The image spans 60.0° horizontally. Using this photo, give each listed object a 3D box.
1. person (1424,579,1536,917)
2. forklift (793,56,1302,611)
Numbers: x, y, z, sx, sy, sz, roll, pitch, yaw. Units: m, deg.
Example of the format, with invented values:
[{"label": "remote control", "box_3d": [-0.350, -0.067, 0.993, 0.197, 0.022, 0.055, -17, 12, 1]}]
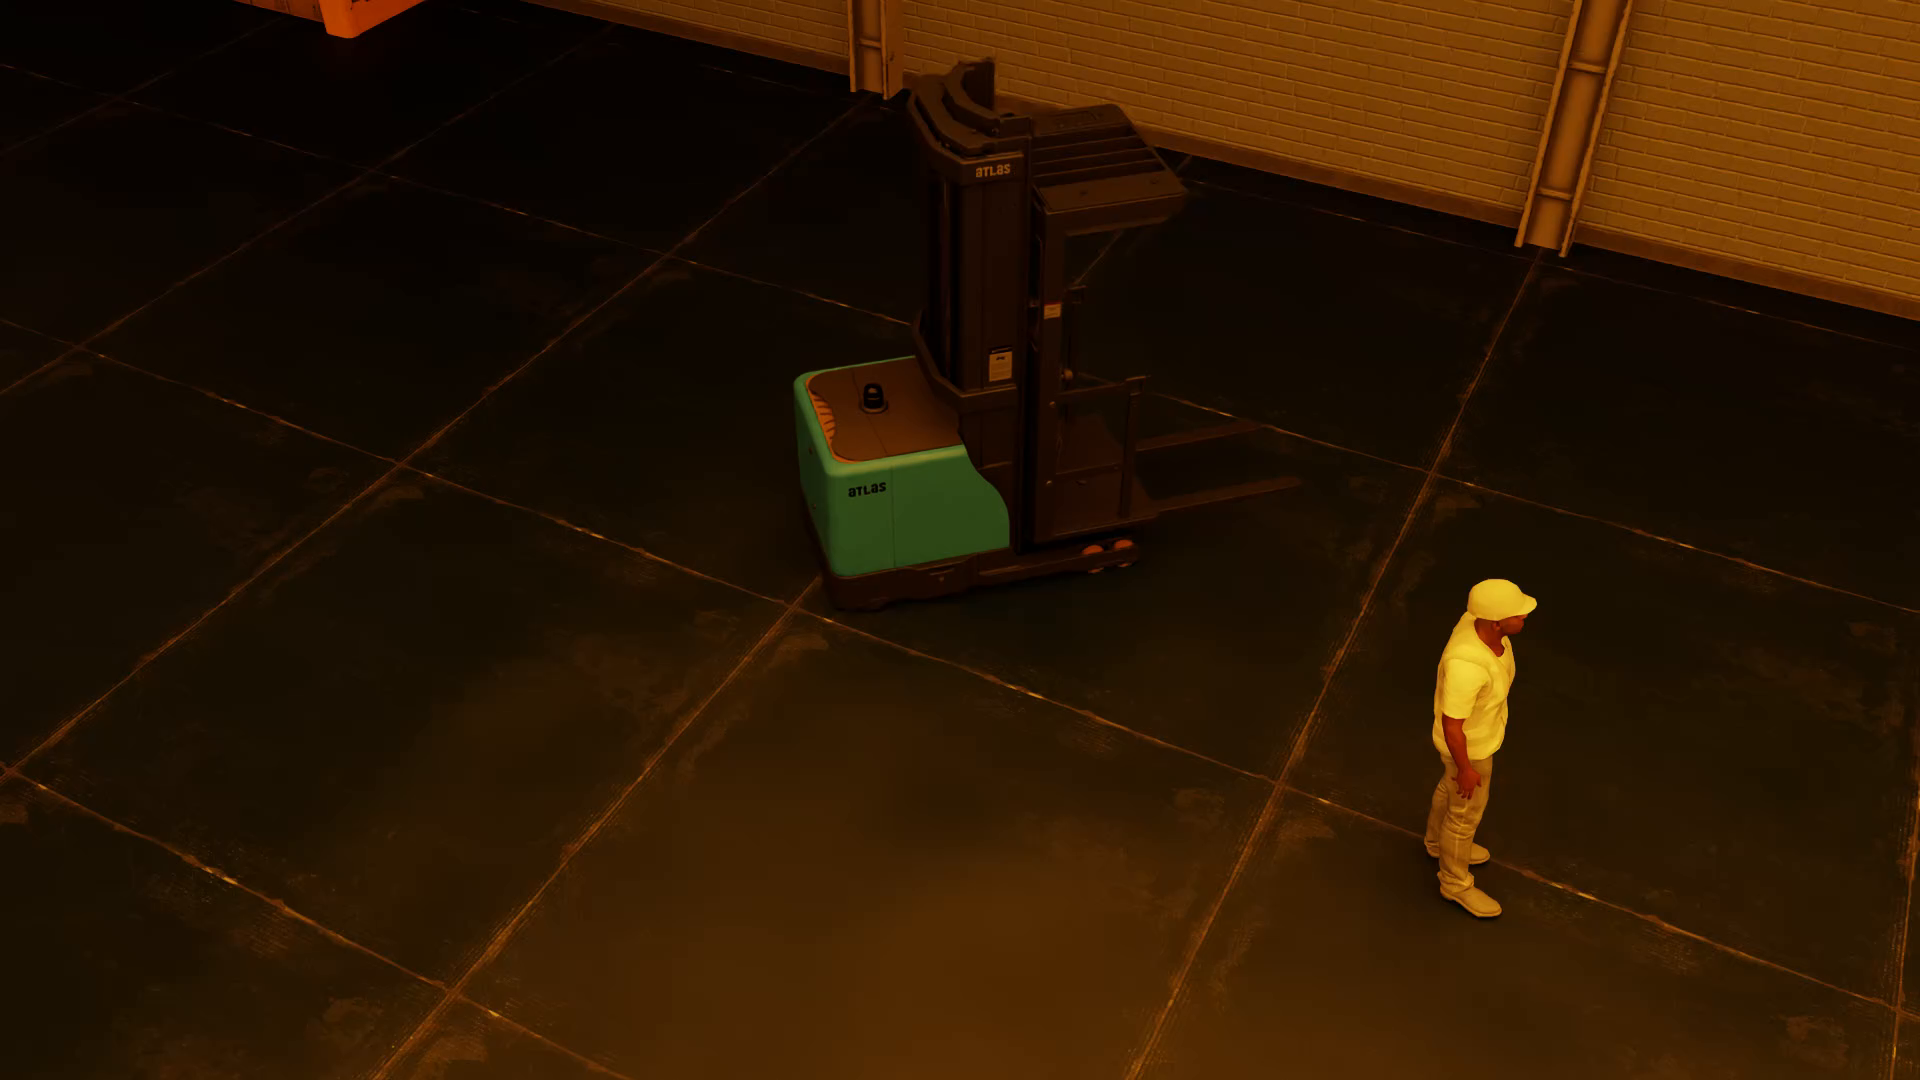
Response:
[{"label": "person", "box_3d": [2.465, 0.923, 7.784, 0.576, 1.766, 0.665, 16, 43, 18]}, {"label": "forklift", "box_3d": [0.582, -1.242, 9.461, 3.031, 2.935, 1.130, -11, 41, -12]}]
